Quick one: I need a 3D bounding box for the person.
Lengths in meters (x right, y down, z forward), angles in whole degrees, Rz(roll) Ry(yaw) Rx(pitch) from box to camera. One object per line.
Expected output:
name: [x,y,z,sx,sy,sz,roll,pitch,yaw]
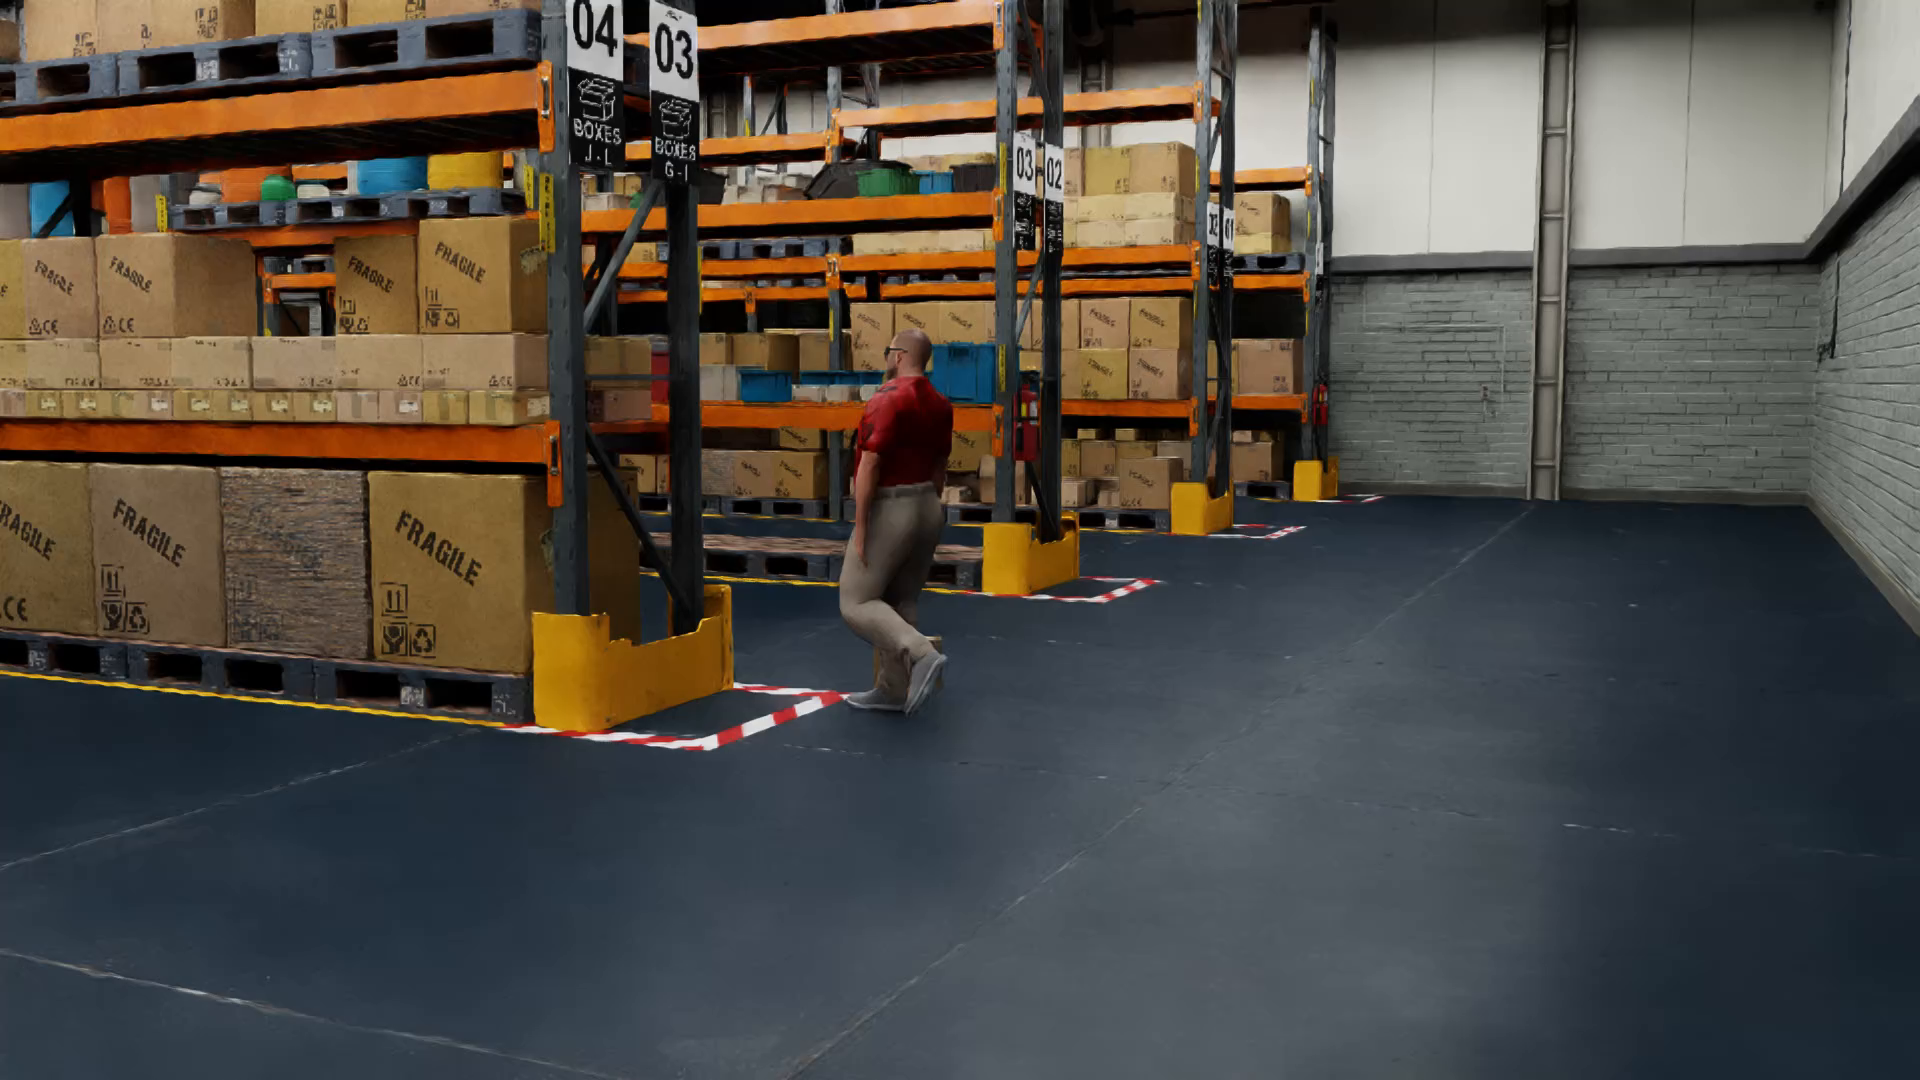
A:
person: [-0.276,-0.070,7.328,0.687,1.711,0.552,4,7,38]
